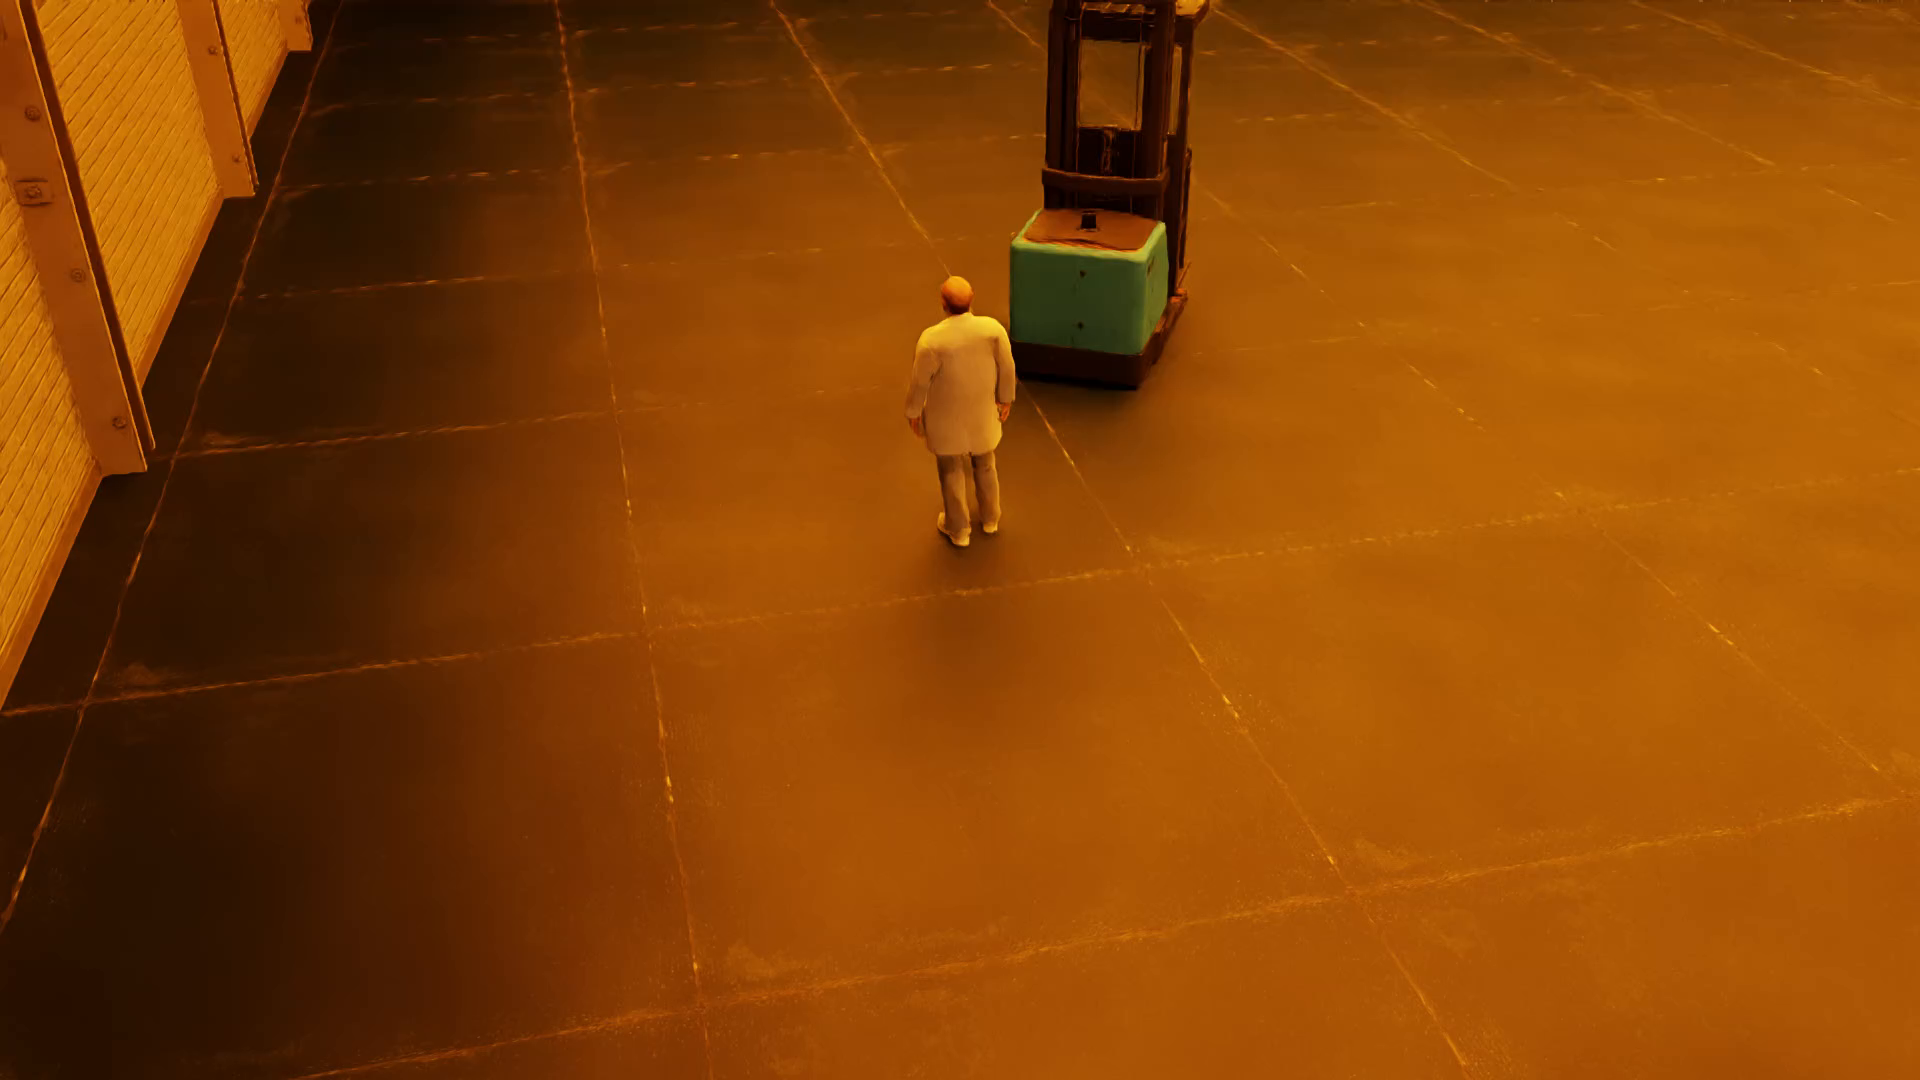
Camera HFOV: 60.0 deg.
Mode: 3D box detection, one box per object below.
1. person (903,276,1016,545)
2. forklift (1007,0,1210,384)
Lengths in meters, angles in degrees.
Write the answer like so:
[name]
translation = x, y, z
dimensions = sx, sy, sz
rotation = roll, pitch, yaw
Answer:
[person]
translation = -0.017, -0.821, 10.128
dimensions = 0.694, 1.776, 0.579
rotation = -7, 31, -12
[forklift]
translation = 1.269, -3.150, 13.016
dimensions = 1.130, 2.935, 3.031
rotation = 9, 31, 15
